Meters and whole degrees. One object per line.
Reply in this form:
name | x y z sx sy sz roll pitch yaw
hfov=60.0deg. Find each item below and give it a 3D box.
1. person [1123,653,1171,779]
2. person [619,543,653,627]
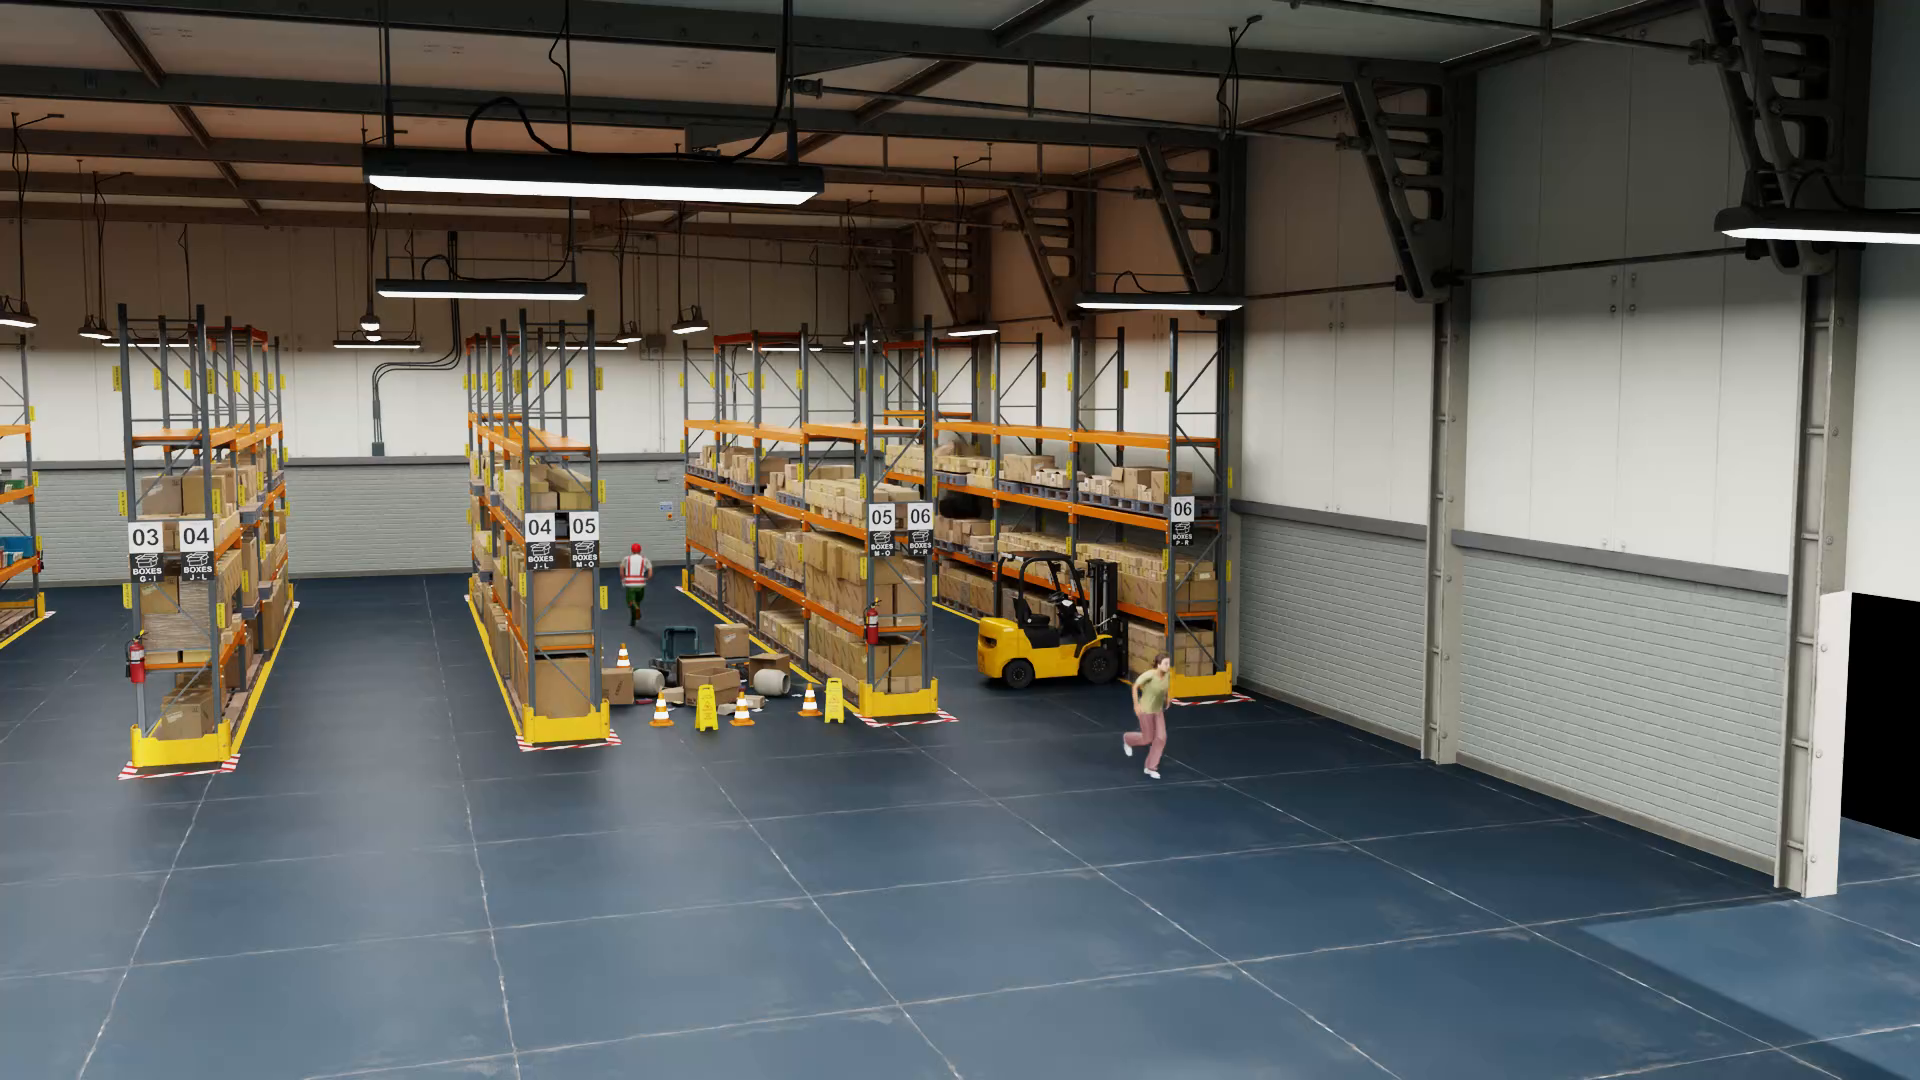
person | 2.401 2.210 21.334 0.579 1.614 0.819 -4 7 -39
person | -6.578 0.952 33.803 0.668 1.764 0.888 -2 6 -19
